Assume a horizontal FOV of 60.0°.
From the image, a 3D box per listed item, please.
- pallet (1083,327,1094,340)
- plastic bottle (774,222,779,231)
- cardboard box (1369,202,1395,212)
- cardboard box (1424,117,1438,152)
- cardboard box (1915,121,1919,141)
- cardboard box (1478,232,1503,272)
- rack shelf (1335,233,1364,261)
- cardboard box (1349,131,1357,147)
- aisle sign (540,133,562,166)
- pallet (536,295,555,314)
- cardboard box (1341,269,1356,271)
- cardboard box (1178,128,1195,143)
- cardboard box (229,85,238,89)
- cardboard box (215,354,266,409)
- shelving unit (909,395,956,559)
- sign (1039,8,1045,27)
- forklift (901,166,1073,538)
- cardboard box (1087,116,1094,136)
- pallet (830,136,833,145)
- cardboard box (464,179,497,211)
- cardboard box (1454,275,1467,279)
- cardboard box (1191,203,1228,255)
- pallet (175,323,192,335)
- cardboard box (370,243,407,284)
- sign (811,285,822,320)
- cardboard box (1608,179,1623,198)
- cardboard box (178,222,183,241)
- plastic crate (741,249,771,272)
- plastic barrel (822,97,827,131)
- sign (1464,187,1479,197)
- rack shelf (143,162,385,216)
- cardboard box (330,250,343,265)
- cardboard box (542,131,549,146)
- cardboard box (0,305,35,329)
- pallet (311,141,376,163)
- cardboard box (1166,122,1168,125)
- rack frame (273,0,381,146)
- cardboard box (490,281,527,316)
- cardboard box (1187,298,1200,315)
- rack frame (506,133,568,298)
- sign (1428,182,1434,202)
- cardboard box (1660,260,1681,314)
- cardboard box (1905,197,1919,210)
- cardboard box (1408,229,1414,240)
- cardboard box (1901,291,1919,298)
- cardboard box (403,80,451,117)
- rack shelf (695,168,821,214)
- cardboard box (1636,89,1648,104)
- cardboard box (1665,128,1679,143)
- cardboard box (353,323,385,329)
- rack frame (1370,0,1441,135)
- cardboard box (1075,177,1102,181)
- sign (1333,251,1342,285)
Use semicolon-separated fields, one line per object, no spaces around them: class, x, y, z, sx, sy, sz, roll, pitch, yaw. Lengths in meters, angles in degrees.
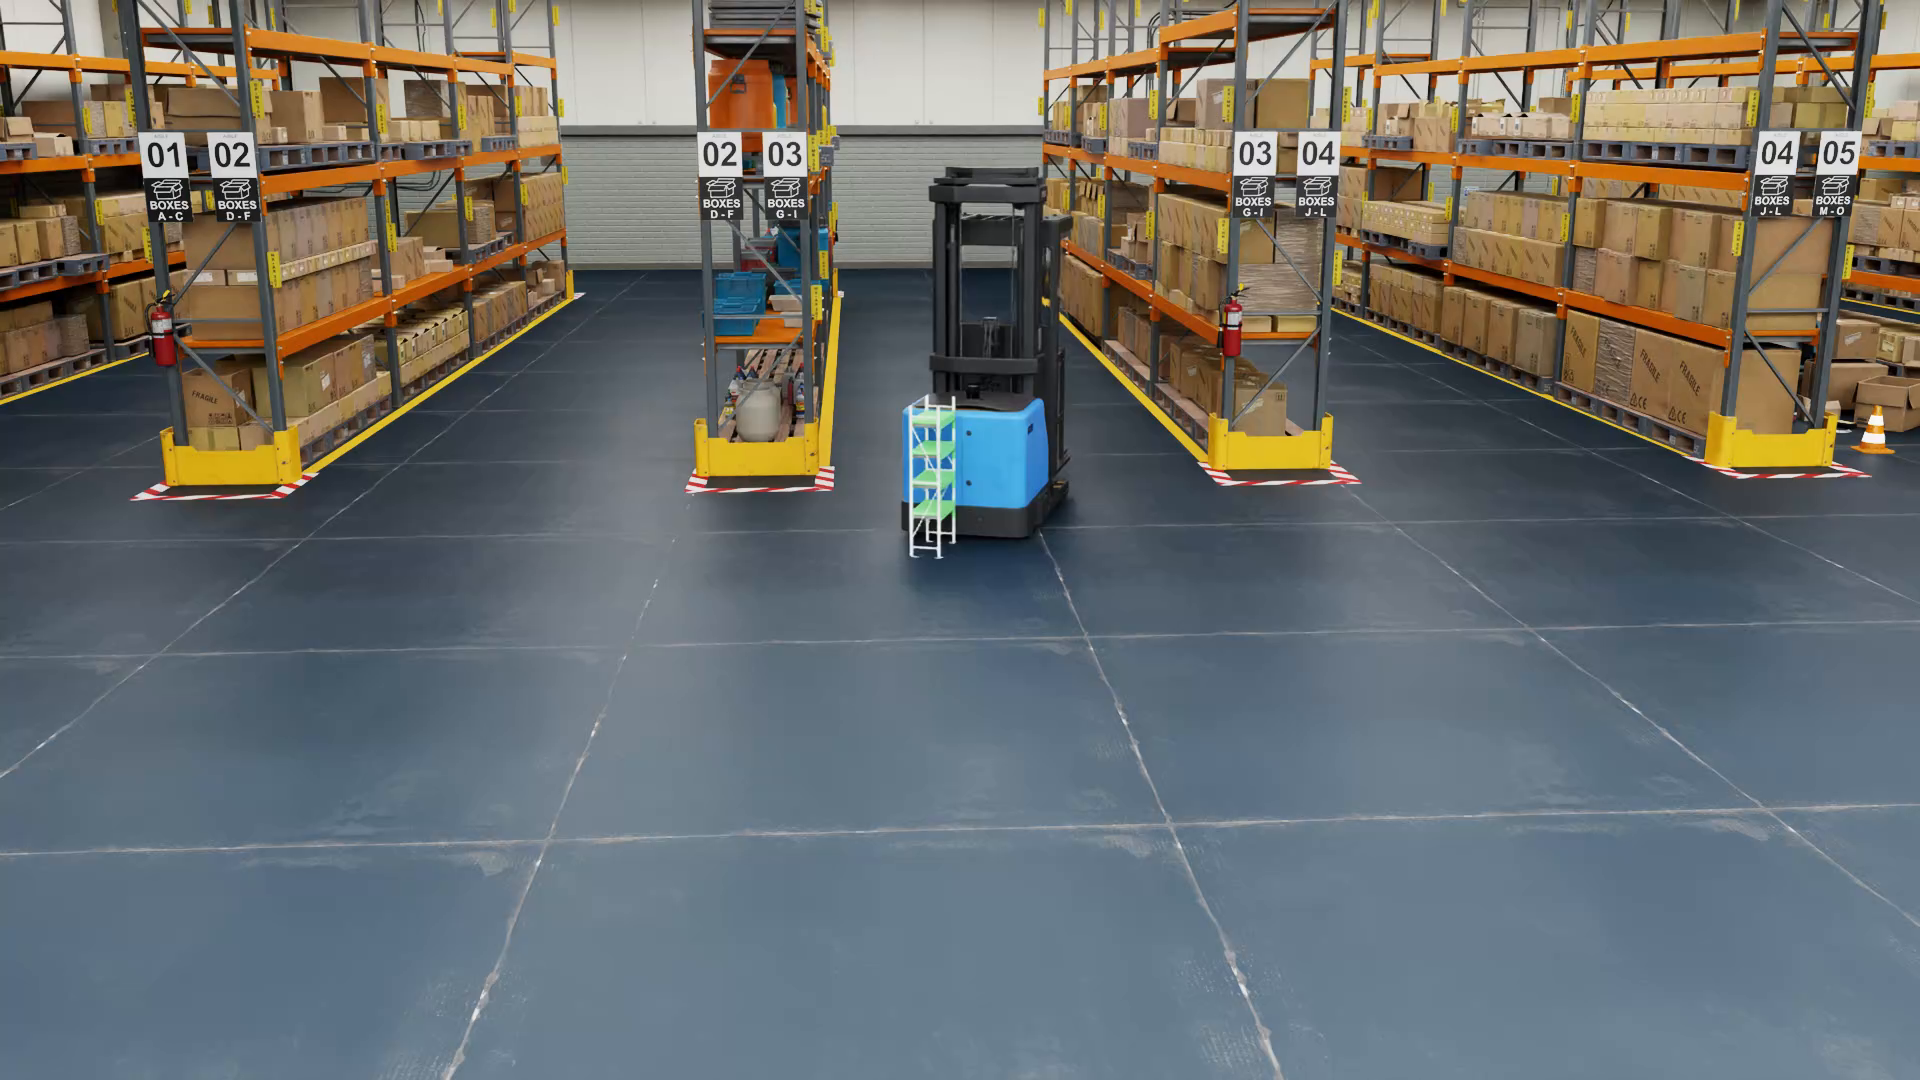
pallet;2.504;-3.307;25.955;1.003;0.211;1.213;-1;14;-3
plastic bottle;-2.941;-4.949;26.841;0.144;0.351;0.185;-1;14;-3
cardboard box;6.847;-5.399;26.958;0.380;0.149;0.250;0;14;-2
cardboard box;7.174;-5.972;24.498;0.500;0.500;0.500;-1;14;-3
cardboard box;12.482;-5.168;21.031;0.500;0.250;0.500;-1;14;-3
cardboard box;7.330;-3.890;22.423;0.500;0.500;0.500;-1;14;-3
rack shelf;7.135;-5.353;29.754;1.077;0.370;4.000;-1;14;-3
cardboard box;6.939;-6.826;28.317;0.500;0.250;0.500;-1;14;-4
aisle sign;-7.532;-7.276;30.567;0.394;0.787;0.004;-1;14;-3
pallet;-7.706;-4.125;29.134;1.003;0.211;1.213;-1;14;-3
cardboard box;6.823;-4.722;29.544;0.380;0.149;0.250;-1;14;-5
cardboard box;2.578;-4.389;18.047;0.380;0.149;0.250;-1;14;-4
cardboard box;-12.368;-7.350;27.806;0.500;0.500;0.500;-1;14;-3
cardboard box;-7.249;-1.628;17.004;0.500;0.500;0.500;-1;14;-3
shelving unit;-0.214;-0.498;13.053;0.258;1.200;0.503;3;15;13
sign;1.500;-9.574;30.487;0.100;0.325;0.005;-1;14;-3
forklift;0.362;-1.758;14.477;1.130;2.935;3.031;3;15;13
cardboard box;2.280;-6.491;26.050;0.500;0.311;0.500;-1;14;-5
pallet;-2.422;-5.961;25.036;1.003;0.211;1.213;-1;14;-3
cardboard box;-7.875;-5.655;27.277;0.500;0.500;0.500;-1;14;-3
cardboard box;7.674;-3.866;25.202;0.500;0.250;0.500;-1;14;-4
cardboard box;2.700;-3.226;17.241;0.500;0.500;0.500;-1;14;-3
pallet;-12.406;-3.382;26.246;1.003;0.211;1.213;-1;14;-3
cardboard box;-7.154;-3.381;20.448;0.500;0.500;0.500;0;14;1
sign;-1.349;-2.233;15.629;0.100;0.325;0.005;-1;14;-3
cardboard box;11.824;-6.204;29.411;0.500;0.500;0.500;-1;14;-3
cardboard box;-12.208;-4.887;25.664;0.500;0.500;0.500;-1;14;-3
plastic crate;-2.481;-3.233;19.943;0.402;0.464;0.583;-1;14;-3
plastic barrel;-2.382;-6.599;25.914;0.600;0.588;0.600;0;14;0
sign;11.521;-7.847;37.464;0.327;0.218;0.001;-1;14;-3
rack shelf;-6.966;-3.617;16.990;1.077;0.370;4.000;-1;14;-3
cardboard box;-6.782;-2.993;17.637;0.380;0.149;0.250;0;14;-2
cardboard box;-7.474;-7.003;29.004;0.500;0.250;0.500;-1;14;-3
cardboard box;-12.175;-2.845;21.192;0.500;0.250;0.500;-1;14;-4
pallet;-7.011;-4.209;18.022;1.003;0.211;1.213;-1;14;-3
cardboard box;2.640;-4.986;20.292;0.396;0.266;0.258;0;14;-1
rack frame;-7.090;-5.916;18.460;1.000;3.000;0.127;-1;14;-3
cardboard box;-7.269;-3.884;26.737;0.500;0.500;0.500;-1;14;-4
cardboard box;2.624;-2.485;17.670;0.380;0.149;0.250;-1;14;-3
rack frame;-7.833;-5.995;30.807;1.000;3.000;0.127;-1;14;-3
sign;7.812;-5.774;27.624;0.100;0.325;0.005;-1;14;-3
cardboard box;7.969;-2.661;17.548;0.875;0.550;0.550;-1;14;-3
cardboard box;12.379;-4.308;21.308;0.380;0.149;0.250;-1;14;-5
cardboard box;6.975;-4.594;25.023;0.380;0.149;0.250;-1;14;-4
cardboard box;16.819;-4.339;29.251;0.380;0.149;0.250;-1;14;-5
cardboard box;-7.358;-6.099;22.985;0.500;0.500;0.500;-1;14;-3
rack shelf;-2.022;-3.693;17.284;1.077;0.370;4.000;-1;14;-3
cardboard box;7.518;-4.771;17.889;0.380;0.149;0.250;-1;14;-4
cardboard box;7.565;-4.195;17.254;0.380;0.149;0.250;-1;14;-3
cardboard box;-7.496;-2.629;21.273;0.500;0.311;0.500;-1;14;-4
rack frame;7.259;-8.109;26.983;1.000;3.000;0.127;-1;14;-3
cardboard box;2.347;-6.464;30.831;0.500;0.500;0.500;-1;14;-3
sign;3.587;-2.595;15.857;0.100;0.325;0.005;-1;14;-3
